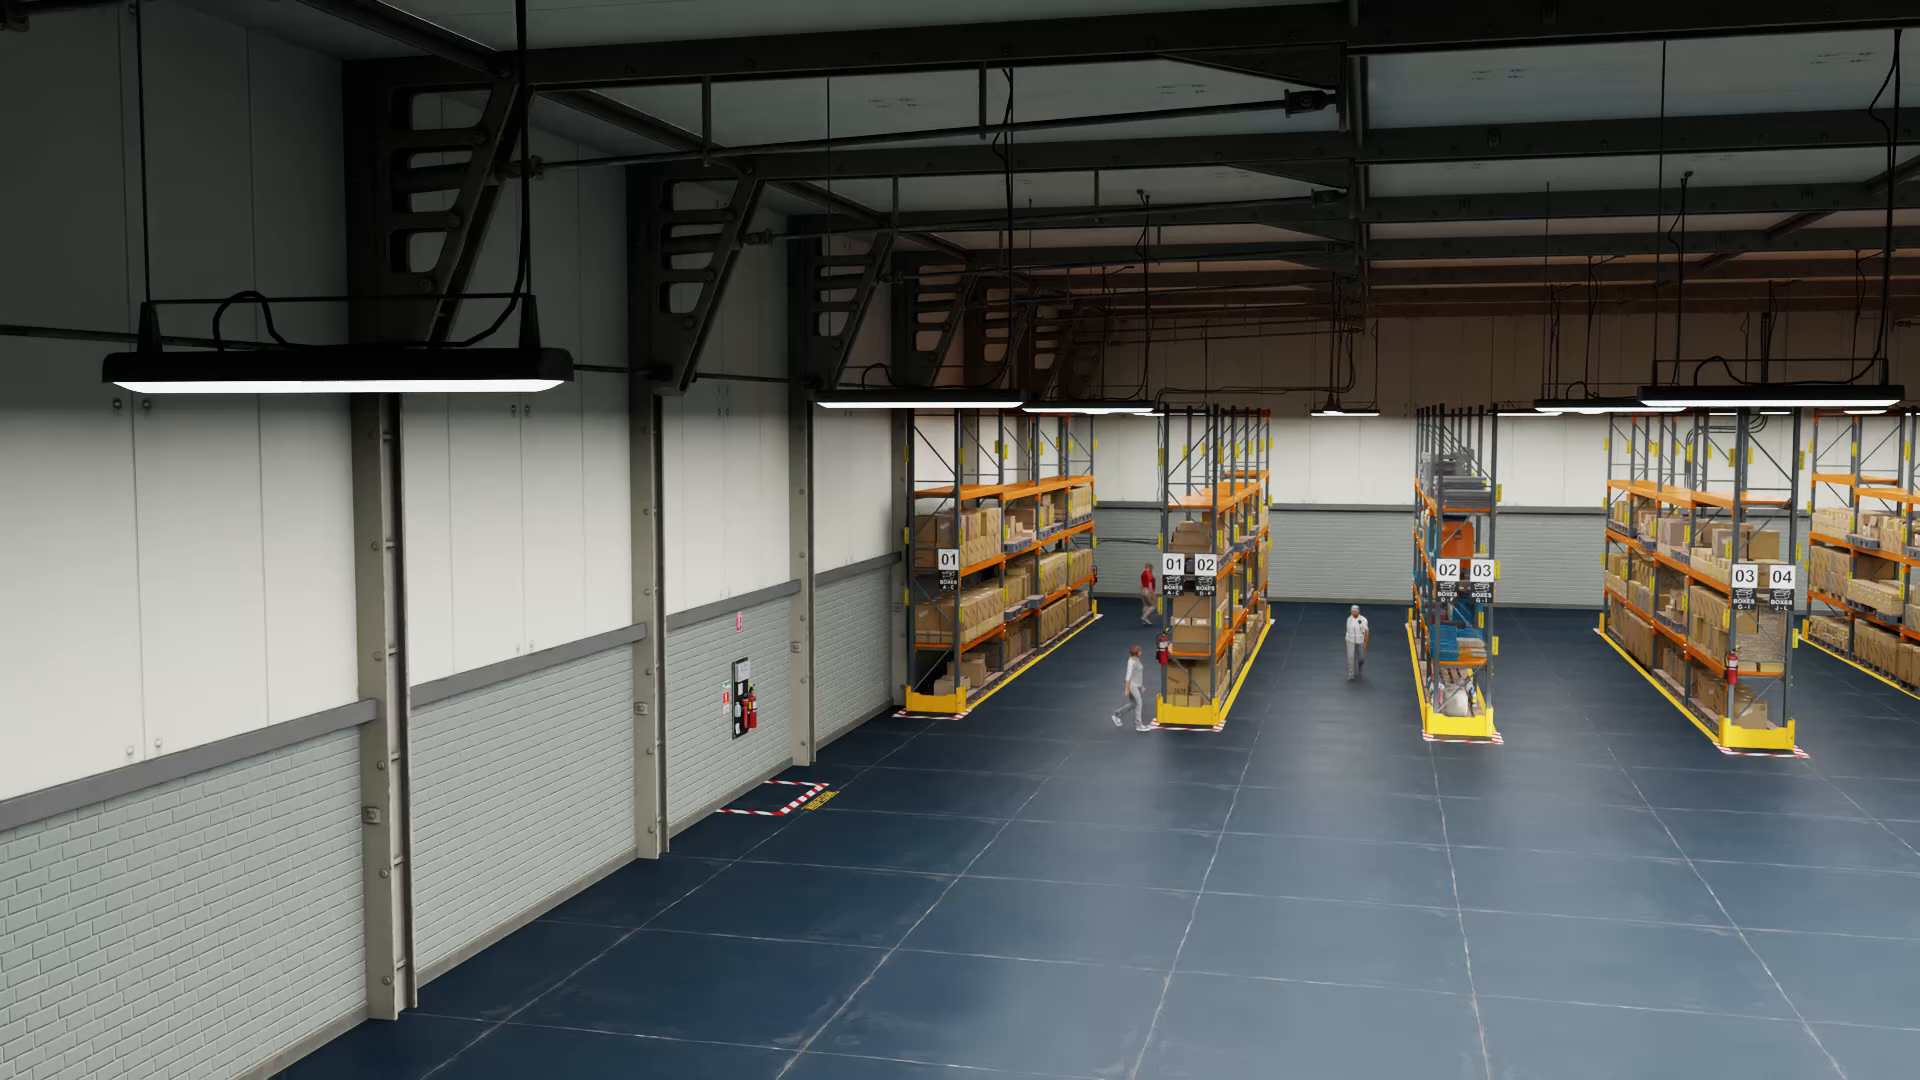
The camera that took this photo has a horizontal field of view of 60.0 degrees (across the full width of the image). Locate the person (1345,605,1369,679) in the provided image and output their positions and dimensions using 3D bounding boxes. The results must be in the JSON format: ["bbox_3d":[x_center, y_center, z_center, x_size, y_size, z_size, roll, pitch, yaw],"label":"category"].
[{"bbox_3d":[8.751,2.229,36.681,0.496,1.618,0.857,1,4,12],"label":"person"}]

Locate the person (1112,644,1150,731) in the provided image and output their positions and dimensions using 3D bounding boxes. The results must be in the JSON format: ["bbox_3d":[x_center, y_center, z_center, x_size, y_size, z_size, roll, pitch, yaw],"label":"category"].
[{"bbox_3d":[3.159,2.703,30.644,0.751,1.563,0.445,1,4,15],"label":"person"}]

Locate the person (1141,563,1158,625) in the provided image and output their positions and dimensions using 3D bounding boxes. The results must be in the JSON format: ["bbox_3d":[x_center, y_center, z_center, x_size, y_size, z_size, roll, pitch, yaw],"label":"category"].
[{"bbox_3d":[5.182,1.502,46.140,0.492,1.726,0.576,-2,4,-22],"label":"person"}]
